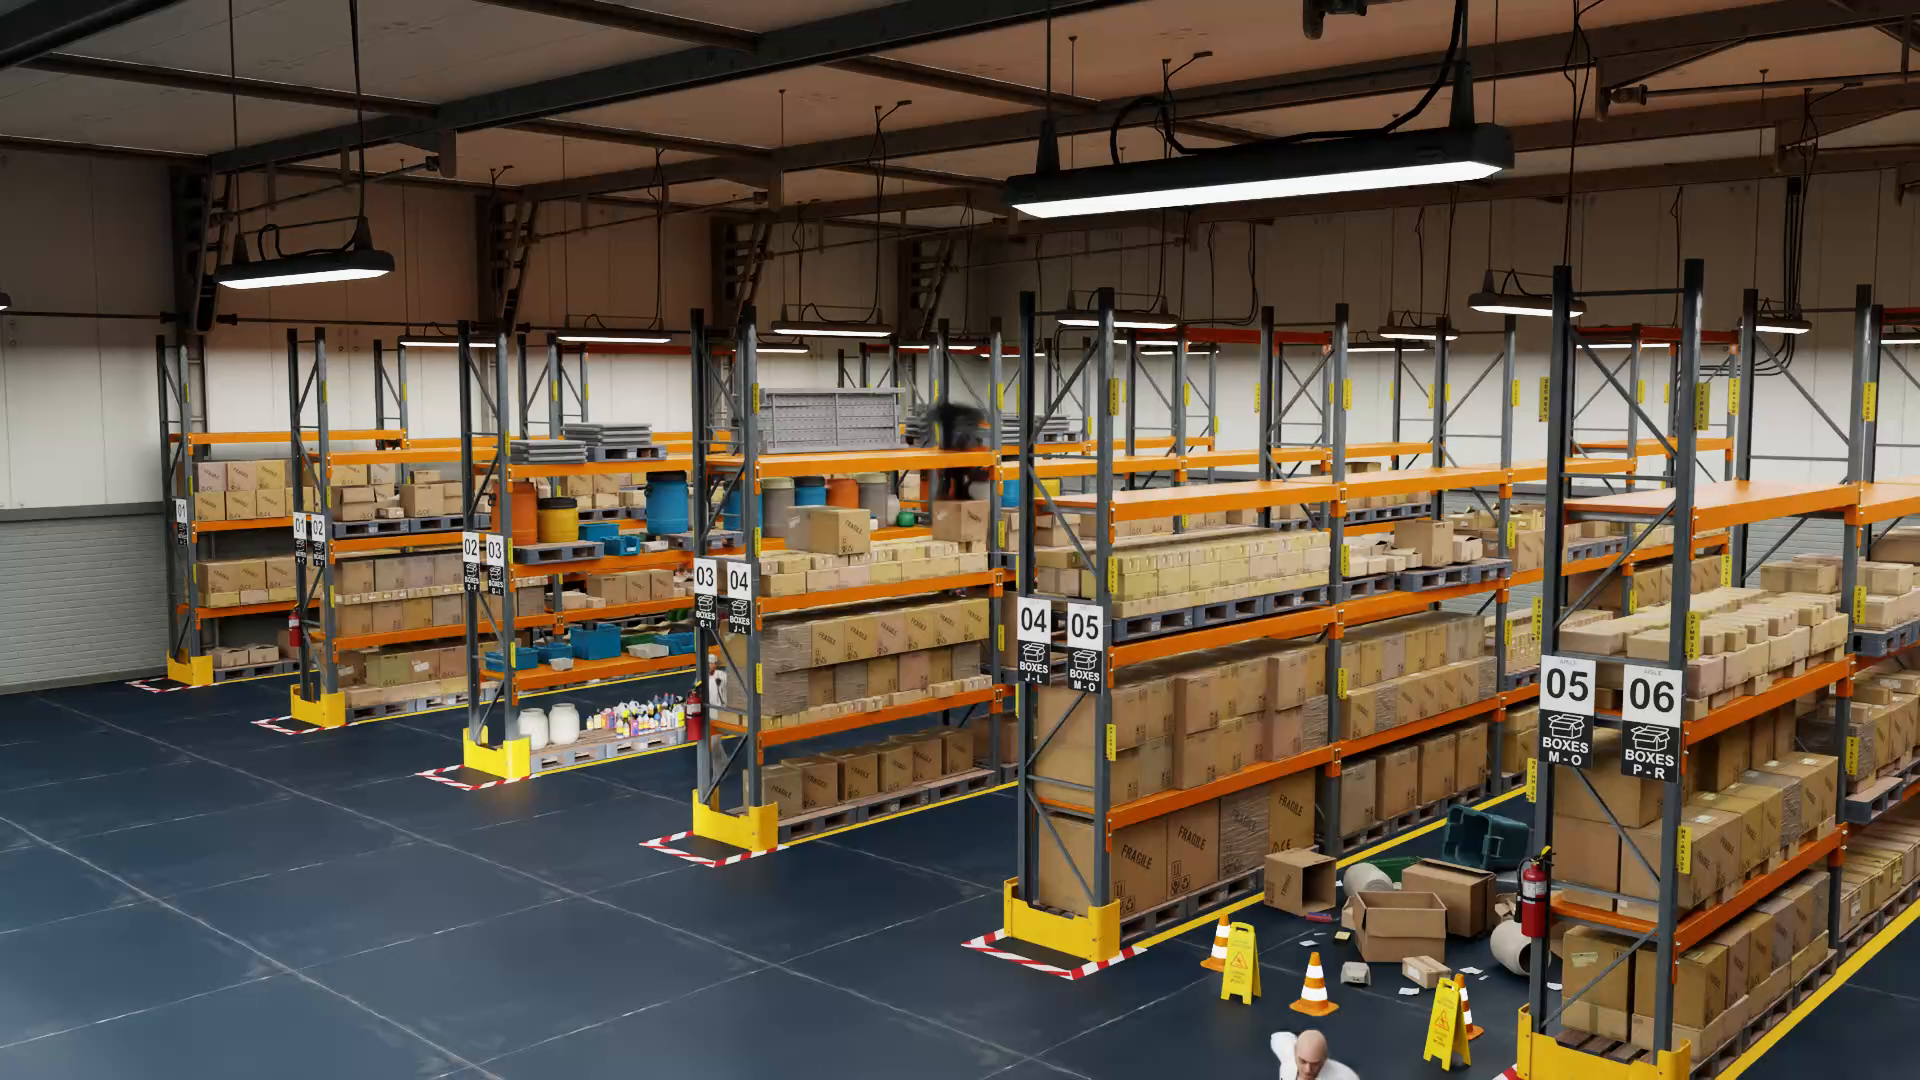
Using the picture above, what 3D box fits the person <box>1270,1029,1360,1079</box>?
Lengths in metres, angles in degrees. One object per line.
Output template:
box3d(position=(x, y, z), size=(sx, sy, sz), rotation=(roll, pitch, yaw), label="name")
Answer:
box3d(position=(2.032, 3.484, 9.637), size=(0.734, 1.542, 1.058), rotation=(3, 6, 32), label="person")

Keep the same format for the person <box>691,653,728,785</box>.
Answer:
box3d(position=(-3.210, 2.316, 21.648), size=(0.550, 1.711, 0.805), rotation=(2, 6, 23), label="person")

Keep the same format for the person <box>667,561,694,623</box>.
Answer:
box3d(position=(-5.523, 1.215, 32.773), size=(0.654, 1.744, 0.587), rotation=(5, 7, 40), label="person")
